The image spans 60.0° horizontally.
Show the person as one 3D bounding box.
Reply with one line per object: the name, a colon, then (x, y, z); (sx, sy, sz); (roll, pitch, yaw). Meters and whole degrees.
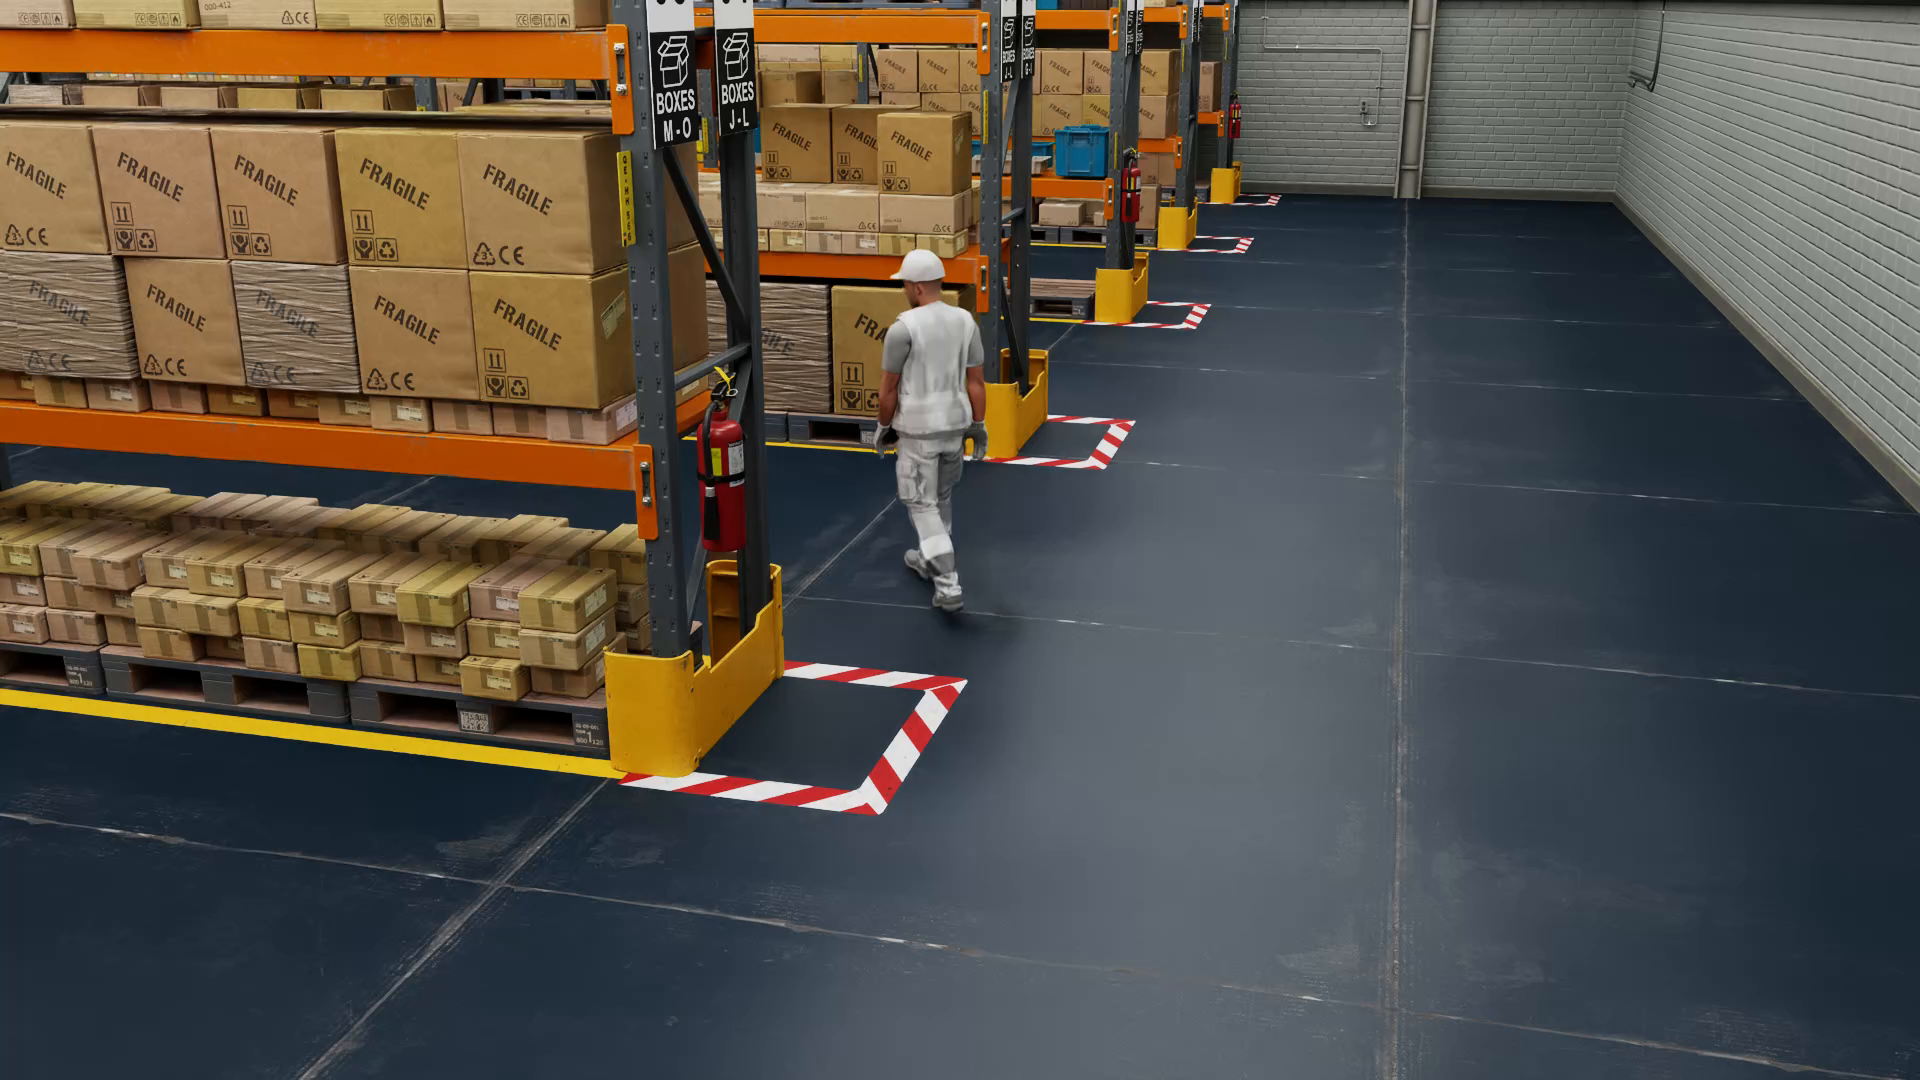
person: (-0.143, -0.552, 8.232); (0.574, 1.755, 0.934); (-11, 21, -30)
